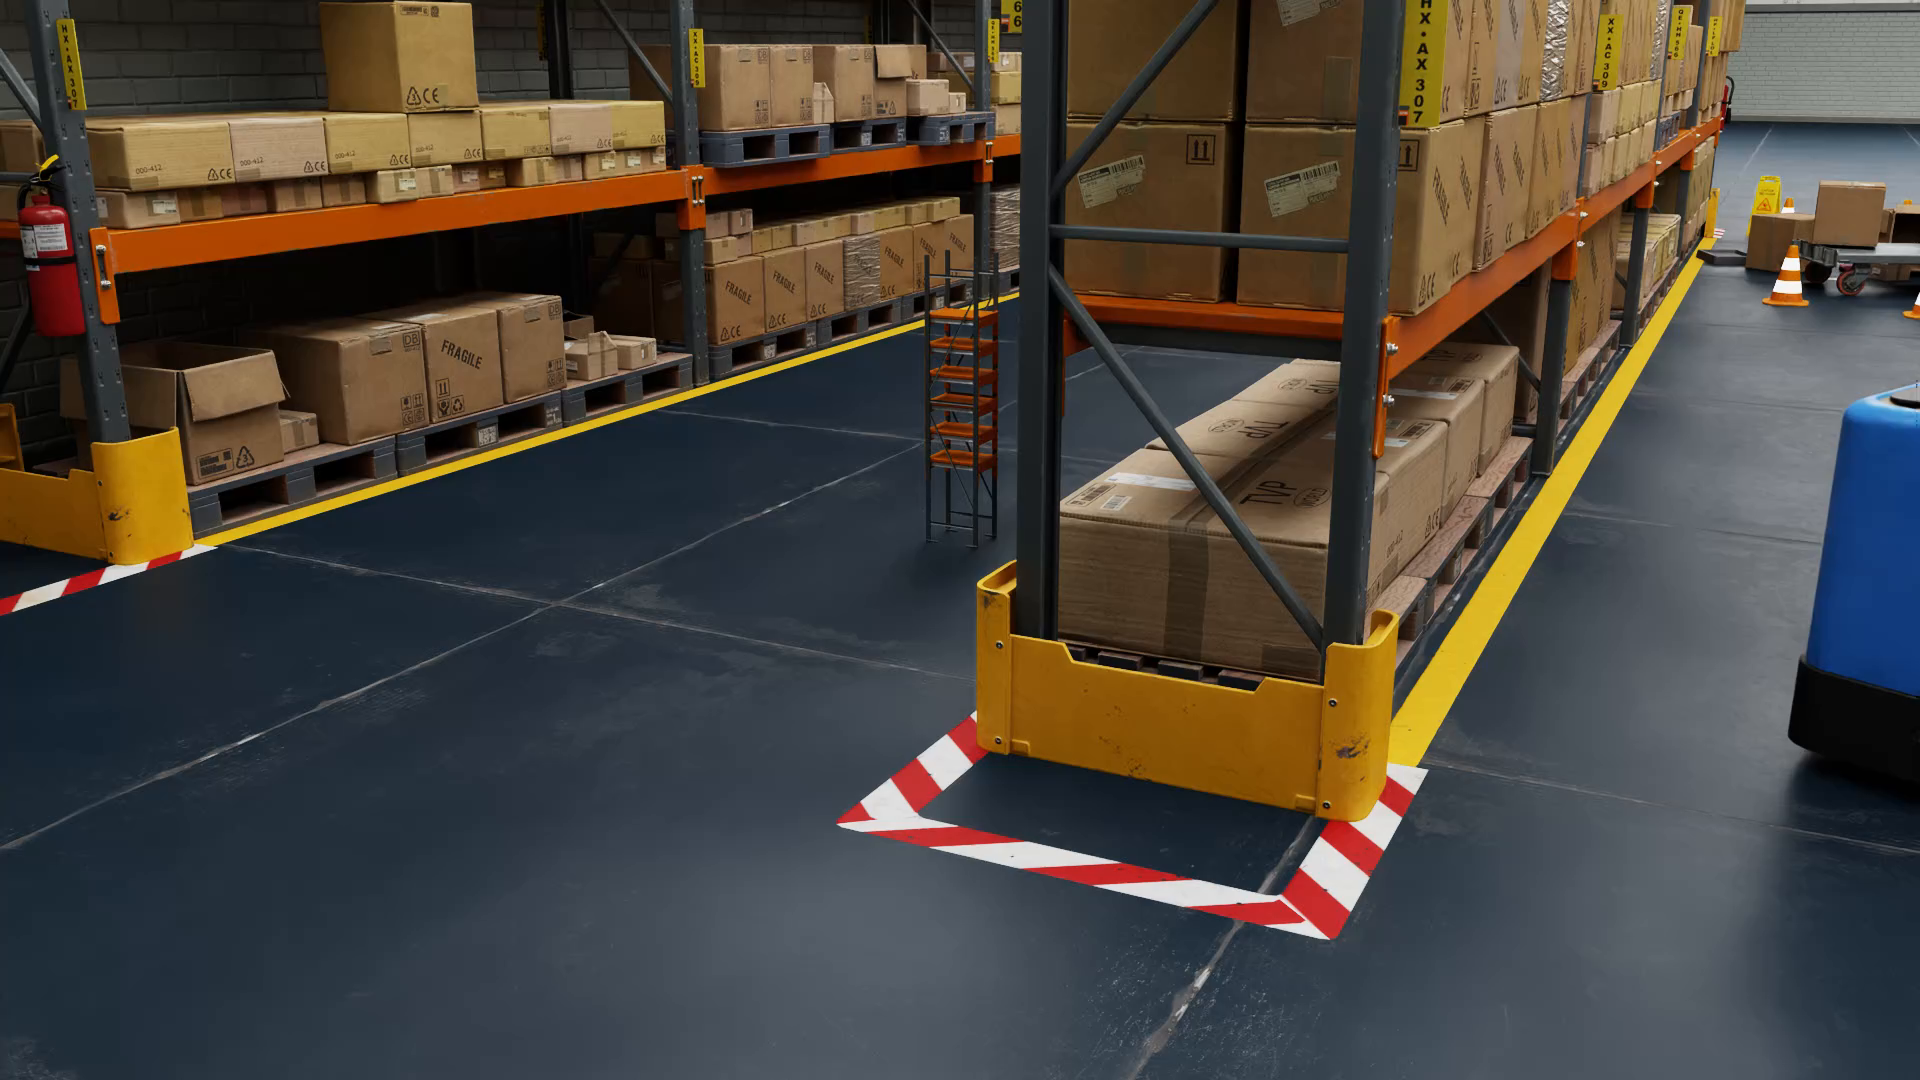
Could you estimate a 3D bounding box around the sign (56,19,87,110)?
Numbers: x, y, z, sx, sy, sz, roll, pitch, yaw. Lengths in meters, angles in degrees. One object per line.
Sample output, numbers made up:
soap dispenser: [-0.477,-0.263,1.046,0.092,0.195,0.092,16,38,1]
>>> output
sign: [-3.319,-1.773,6.206,0.100,0.325,0.005,8,18,25]

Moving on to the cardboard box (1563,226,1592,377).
cardboard box: [3.027,-1.398,9.456,0.875,0.875,0.875,9,19,27]

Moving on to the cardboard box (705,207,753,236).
cardboard box: [-1.546,-2.033,10.590,0.380,0.149,0.250,7,18,23]

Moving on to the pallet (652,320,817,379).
pallet: [-1.688,-1.321,11.103,1.003,0.211,1.213,8,18,25]

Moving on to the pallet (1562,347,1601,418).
pallet: [3.246,-0.997,10.010,1.003,0.211,1.213,8,18,25]

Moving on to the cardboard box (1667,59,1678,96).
cardboard box: [4.847,-3.445,11.920,0.500,0.500,0.500,9,19,28]

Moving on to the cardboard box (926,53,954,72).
cardboard box: [-0.265,-3.932,13.681,0.380,0.149,0.250,9,19,27]

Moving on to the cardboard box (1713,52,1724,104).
cardboard box: [7.337,-4.635,16.665,0.500,0.500,0.500,8,18,25]

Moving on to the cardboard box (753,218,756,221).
cardboard box: [-1.635,-2.153,11.519,0.380,0.149,0.250,9,19,27]

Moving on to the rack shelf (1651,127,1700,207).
rack shelf: [5.106,-2.999,13.117,1.077,0.370,4.000,8,18,25]

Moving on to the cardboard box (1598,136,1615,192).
cardboard box: [3.088,-1.954,8.599,0.500,0.250,0.500,8,18,24]

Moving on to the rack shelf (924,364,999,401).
rack shelf: [0.006,-0.651,6.844,0.258,0.103,0.180,8,18,25]

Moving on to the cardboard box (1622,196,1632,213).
cardboard box: [6.024,-3.281,15.577,0.500,0.500,0.500,8,18,25]

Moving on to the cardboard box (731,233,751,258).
cardboard box: [-1.564,-1.898,10.660,0.380,0.149,0.250,8,18,24]

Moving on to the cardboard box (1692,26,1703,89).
cardboard box: [5.999,-4.098,14.119,0.500,0.500,0.500,8,18,24]

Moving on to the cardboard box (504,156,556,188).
cardboard box: [-2.356,-1.942,8.736,0.380,0.149,0.250,8,18,25]

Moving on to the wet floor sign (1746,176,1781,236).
wet floor sign: [8.829,-3.656,18.200,0.232,0.644,0.267,-15,22,-41]

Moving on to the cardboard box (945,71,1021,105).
cardboard box: [0.209,-3.712,13.638,0.500,0.250,0.500,8,18,25]

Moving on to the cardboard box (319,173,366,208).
cardboard box: [-2.972,-1.623,7.661,0.380,0.149,0.250,8,19,26]

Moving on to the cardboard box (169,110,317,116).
cardboard box: [-3.379,-1.906,7.913,0.500,0.250,0.500,9,19,27]

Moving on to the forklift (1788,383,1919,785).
forklift: [3.872,-0.910,4.940,3.031,2.935,1.130,-13,21,-37]

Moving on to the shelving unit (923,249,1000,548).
shelving unit: [0.006,-0.579,6.866,0.258,1.200,0.189,8,18,25]

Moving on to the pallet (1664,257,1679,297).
pallet: [5.653,-2.318,14.458,1.003,0.211,1.213,8,18,25]

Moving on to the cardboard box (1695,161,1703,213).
cardboard box: [6.734,-3.350,15.809,0.500,0.500,0.500,9,19,28]

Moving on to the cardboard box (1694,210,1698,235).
cardboard box: [6.968,-3.125,16.370,0.500,0.250,0.500,8,18,25]

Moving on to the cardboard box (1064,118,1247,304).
cardboard box: [0.617,-1.001,4.951,0.500,0.500,0.500,8,18,26]

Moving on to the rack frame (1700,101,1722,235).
rack frame: [7.787,-4.872,18.160,1.000,3.000,0.127,8,18,25]

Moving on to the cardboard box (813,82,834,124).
cardboard box: [-1.053,-2.888,10.978,0.396,0.266,0.258,9,19,28]

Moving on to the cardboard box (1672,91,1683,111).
cardboard box: [5.548,-3.510,13.277,0.380,0.149,0.250,8,18,25]

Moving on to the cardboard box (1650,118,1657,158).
cardboard box: [4.219,-2.601,10.776,0.500,0.250,0.500,7,18,23]

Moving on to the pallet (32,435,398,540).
pallet: [-3.415,-0.313,7.708,1.003,0.211,1.213,8,18,25]

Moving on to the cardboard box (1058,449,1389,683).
cardboard box: [0.843,0.049,5.352,0.875,0.438,0.875,7,18,24]

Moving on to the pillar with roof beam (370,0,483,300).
pillar with roof beam: [0.717,-4.712,7.083,9.100,9.000,0.400,8,18,25]

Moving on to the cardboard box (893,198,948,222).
cardboard box: [-0.318,-2.548,12.847,0.380,0.149,0.250,7,18,23]

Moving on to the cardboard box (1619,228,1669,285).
cardboard box: [5.140,-2.300,13.378,0.950,0.372,0.625,9,19,27]

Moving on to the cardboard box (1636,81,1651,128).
cardboard box: [3.787,-2.582,9.836,0.500,0.250,0.500,8,18,24]

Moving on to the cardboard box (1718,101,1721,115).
cardboard box: [7.797,-4.551,17.519,0.380,0.149,0.250,8,18,25]

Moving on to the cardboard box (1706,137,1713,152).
cardboard box: [7.443,-4.023,16.936,0.380,0.149,0.250,8,19,26]

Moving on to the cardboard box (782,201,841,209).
cardboard box: [-1.128,-2.491,12.655,0.380,0.149,0.250,7,18,23]

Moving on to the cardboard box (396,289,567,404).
cardboard box: [-2.566,-1.051,8.948,0.700,0.500,0.500,7,18,23]

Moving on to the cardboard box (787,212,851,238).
cardboard box: [-0.997,-2.231,11.780,0.380,0.149,0.250,8,18,26]

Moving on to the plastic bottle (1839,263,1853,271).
plastic bottle: [8.254,-2.535,15.451,0.133,0.061,0.283,12,20,35]

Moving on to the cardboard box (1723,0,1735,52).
cardboard box: [6.887,-4.859,15.663,0.700,0.500,0.500,8,18,24]

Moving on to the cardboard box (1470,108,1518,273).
cardboard box: [1.554,-1.190,5.587,0.500,0.500,0.500,8,18,25]

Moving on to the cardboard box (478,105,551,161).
cardboard box: [-2.472,-2.101,8.572,0.500,0.250,0.500,8,18,25]

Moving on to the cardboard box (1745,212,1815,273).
cardboard box: [7.696,-2.756,15.421,0.500,0.500,0.500,-7,18,-22]

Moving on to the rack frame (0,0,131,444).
rack frame: [-3.804,-1.427,6.561,1.000,3.000,0.127,8,18,25]

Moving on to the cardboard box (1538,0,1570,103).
cardboard box: [2.008,-1.928,6.317,0.500,0.500,0.500,8,18,26]

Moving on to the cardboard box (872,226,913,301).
cardboard box: [-0.691,-2.073,12.389,0.500,0.500,0.500,9,19,28]

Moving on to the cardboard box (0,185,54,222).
cardboard box: [-3.897,-1.425,6.996,0.380,0.149,0.250,8,18,25]

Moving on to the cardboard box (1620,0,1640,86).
cardboard box: [3.308,-2.679,8.844,0.500,0.500,0.500,8,18,24]

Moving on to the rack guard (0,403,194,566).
rack guard: [-3.771,-0.248,6.983,1.175,0.500,0.348,8,18,25]

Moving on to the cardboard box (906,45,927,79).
cardboard box: [-0.600,-3.603,12.974,0.500,0.500,0.500,9,19,28]

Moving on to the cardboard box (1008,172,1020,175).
cardboard box: [0.981,-3.216,16.016,0.875,0.625,0.625,8,18,25]

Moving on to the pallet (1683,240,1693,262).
pallet: [6.812,-3.004,16.768,1.003,0.211,1.213,8,18,25]

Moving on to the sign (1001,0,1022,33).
sign: [0.158,-1.538,4.484,0.100,0.325,0.005,8,18,25]
